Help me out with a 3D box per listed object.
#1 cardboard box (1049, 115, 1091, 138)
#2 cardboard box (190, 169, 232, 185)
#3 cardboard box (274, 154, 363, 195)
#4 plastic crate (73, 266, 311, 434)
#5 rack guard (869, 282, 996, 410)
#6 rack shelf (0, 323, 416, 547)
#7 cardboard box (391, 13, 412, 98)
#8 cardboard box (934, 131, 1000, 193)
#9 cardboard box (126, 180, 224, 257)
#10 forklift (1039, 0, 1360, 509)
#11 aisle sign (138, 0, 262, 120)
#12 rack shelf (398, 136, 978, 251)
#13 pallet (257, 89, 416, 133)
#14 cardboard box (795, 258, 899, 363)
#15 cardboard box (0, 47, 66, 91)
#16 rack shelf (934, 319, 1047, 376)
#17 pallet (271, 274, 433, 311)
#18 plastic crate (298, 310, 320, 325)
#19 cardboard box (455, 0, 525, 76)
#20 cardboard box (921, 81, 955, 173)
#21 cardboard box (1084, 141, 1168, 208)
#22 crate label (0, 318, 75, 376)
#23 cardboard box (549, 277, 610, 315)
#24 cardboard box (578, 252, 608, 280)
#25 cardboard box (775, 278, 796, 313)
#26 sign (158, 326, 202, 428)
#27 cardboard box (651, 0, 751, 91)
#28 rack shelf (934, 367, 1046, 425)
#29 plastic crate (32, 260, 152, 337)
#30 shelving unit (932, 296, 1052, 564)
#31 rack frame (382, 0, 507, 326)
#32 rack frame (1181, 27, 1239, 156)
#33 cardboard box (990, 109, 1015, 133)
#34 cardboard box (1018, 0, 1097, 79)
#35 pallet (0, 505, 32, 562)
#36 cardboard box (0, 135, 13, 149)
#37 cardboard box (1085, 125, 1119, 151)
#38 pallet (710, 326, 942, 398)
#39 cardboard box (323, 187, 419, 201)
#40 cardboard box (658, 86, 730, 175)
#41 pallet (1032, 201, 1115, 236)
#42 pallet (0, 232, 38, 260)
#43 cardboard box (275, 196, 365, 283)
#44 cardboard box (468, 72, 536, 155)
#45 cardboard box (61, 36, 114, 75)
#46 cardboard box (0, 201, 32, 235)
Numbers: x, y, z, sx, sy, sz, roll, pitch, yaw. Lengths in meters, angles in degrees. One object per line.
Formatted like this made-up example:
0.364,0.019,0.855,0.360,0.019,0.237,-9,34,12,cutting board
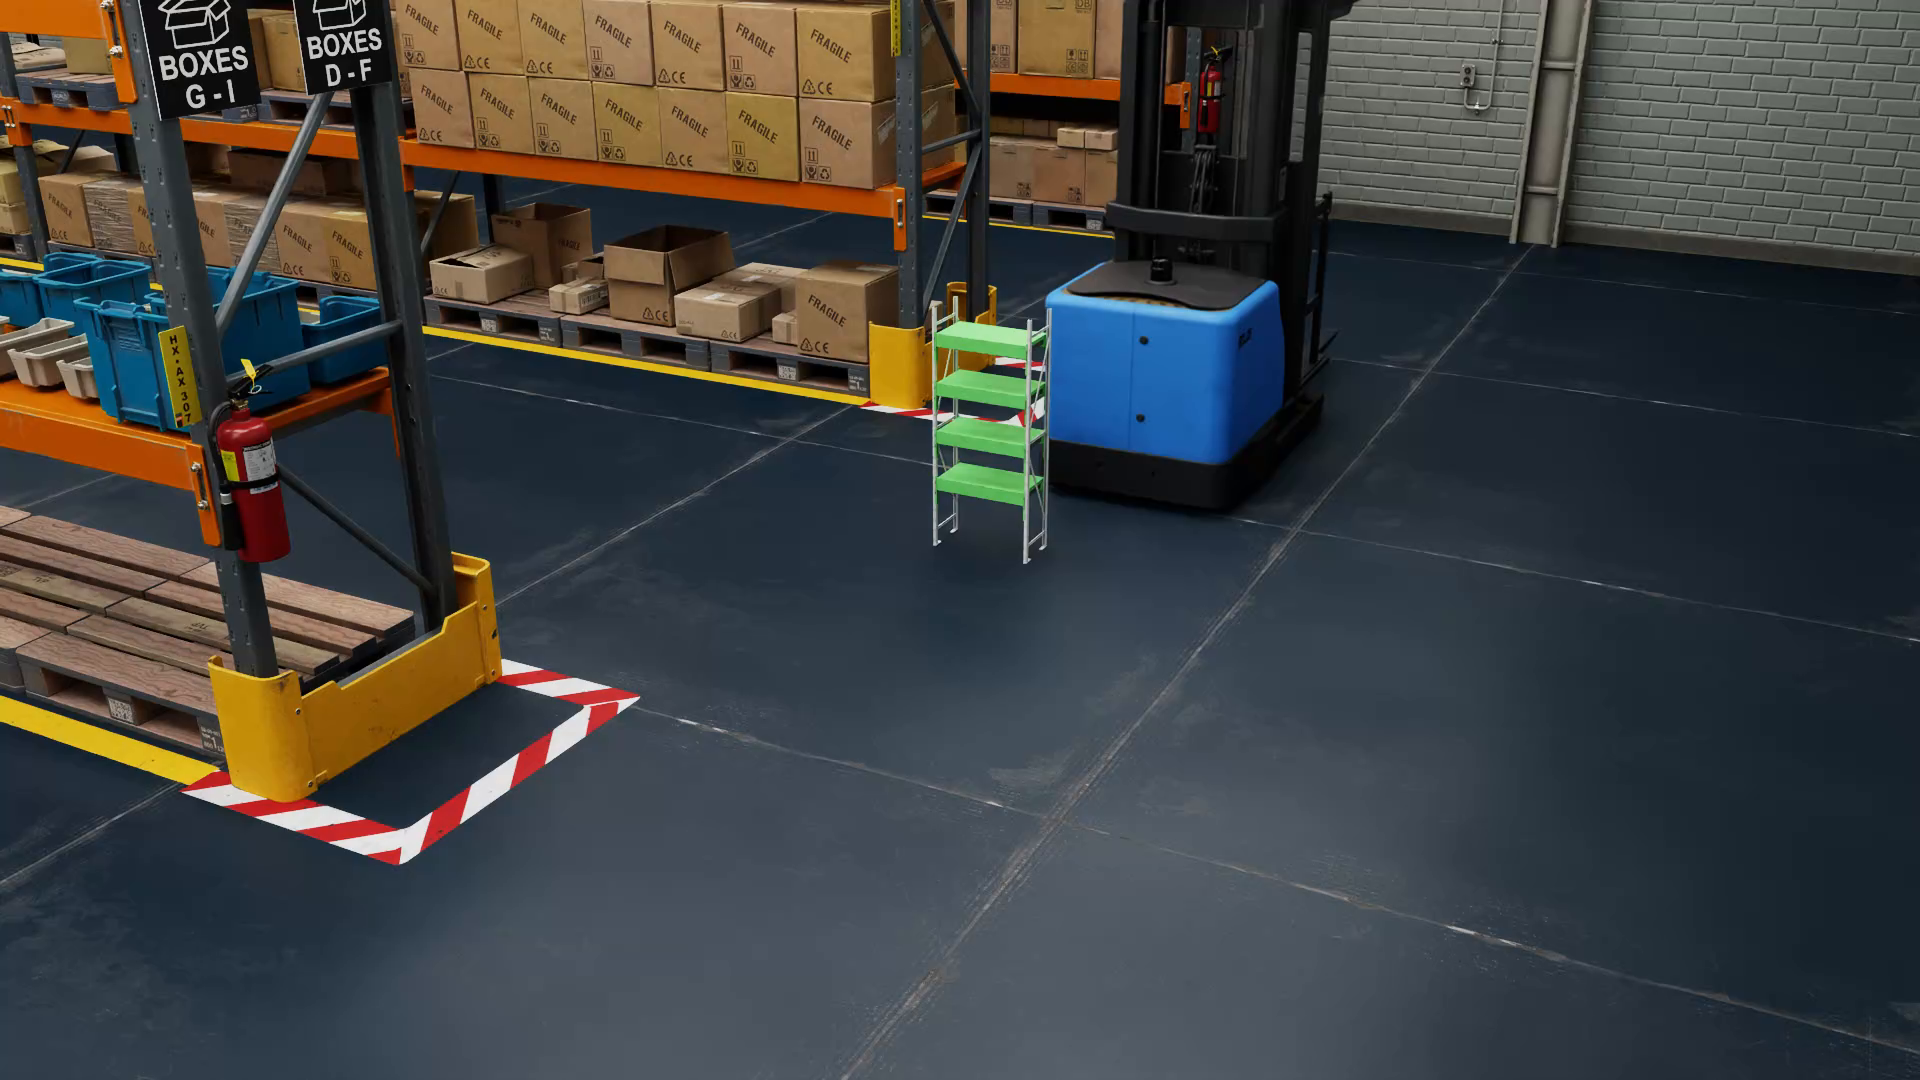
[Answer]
0.999,-3.726,15.007,0.250,0.149,0.380,11,26,25,cardboard box
-5.827,-2.674,13.337,0.500,0.500,0.500,10,25,23,cardboard box
-4.873,-2.835,12.756,0.500,0.250,0.500,11,26,25,cardboard box
-2.711,-0.692,5.923,0.499,0.435,0.616,11,25,25,plastic crate
-0.157,-1.247,10.543,0.348,0.500,1.175,11,25,25,rack guard
-4.113,-0.677,6.928,4.000,0.370,1.077,11,25,25,rack shelf
-3.981,-3.491,11.962,0.500,0.500,0.700,3,23,7,cardboard box
0.097,-3.515,15.339,0.500,0.500,0.700,12,26,26,cardboard box
-6.037,-2.488,12.899,0.500,0.500,0.500,11,25,24,cardboard box
1.518,-2.050,9.324,1.130,2.935,3.031,11,25,24,forklift
-2.396,-1.736,5.177,0.004,0.787,0.394,11,25,25,aisle sign
-1.874,-2.406,10.994,4.000,0.370,1.077,11,25,25,rack shelf
-4.323,-3.181,12.143,1.213,0.211,1.003,11,25,25,pallet
-0.686,-1.446,10.449,0.500,0.500,0.500,11,25,25,cardboard box
-7.534,-3.835,13.549,0.500,0.311,0.500,13,26,28,cardboard box
0.148,-0.906,7.784,0.480,0.148,0.258,11,25,25,rack shelf
-4.402,-1.937,12.536,1.213,0.211,1.003,11,25,25,pallet
-2.649,-0.805,6.570,0.298,0.136,0.250,11,25,25,plastic crate
-2.905,-3.324,10.828,0.500,0.500,0.500,10,25,23,cardboard box
-0.367,-2.600,10.404,0.500,0.500,0.500,12,26,26,cardboard box
1.472,-3.246,14.708,0.500,0.500,0.700,11,25,25,cardboard box
-3.649,-0.738,6.414,0.243,0.136,0.396,11,25,25,crate label
-2.606,-1.690,11.449,0.250,0.166,0.380,11,25,25,cardboard box
-2.354,-1.921,11.809,0.500,0.311,0.500,11,25,25,cardboard box
-0.893,-1.604,11.141,0.500,0.250,0.500,11,25,25,cardboard box
-2.562,-0.535,5.466,0.005,0.325,0.100,11,25,25,sign
-1.527,-3.051,10.187,0.500,0.500,0.500,12,26,26,cardboard box
0.148,-0.685,7.878,0.480,0.148,0.258,11,25,25,rack shelf
-3.575,-0.996,6.897,0.300,0.233,0.416,11,25,25,plastic crate
0.148,-0.523,7.946,0.503,1.200,0.258,11,25,25,shelving unit
-3.659,-3.090,11.684,0.127,3.000,1.000,11,25,25,rack frame
2.142,-4.115,14.092,0.127,3.000,1.000,11,25,25,rack frame
0.316,-3.861,15.324,0.250,0.149,0.380,11,25,24,cardboard box
1.028,-4.464,14.530,0.700,0.700,0.980,11,25,24,cardboard box
-5.224,0.039,7.889,1.213,0.211,1.003,11,25,25,pallet
-8.491,-3.358,14.574,0.500,0.311,0.500,10,25,23,cardboard box
1.276,-3.504,14.485,0.250,0.149,0.380,11,25,24,cardboard box
-0.869,-1.254,10.930,1.213,0.211,1.003,11,25,25,pallet
-4.462,-2.403,12.700,0.500,0.500,0.500,12,26,25,cardboard box
-1.519,-2.594,10.390,0.500,0.500,0.500,11,26,25,cardboard box
1.393,-2.945,14.906,1.213,0.211,1.003,11,25,25,pallet
-7.946,-2.672,14.264,1.213,0.211,1.003,11,25,25,pallet
-4.666,-2.220,12.268,0.500,0.500,0.500,11,26,25,cardboard box
-2.869,-2.862,11.019,0.500,0.500,0.500,12,26,25,cardboard box
-6.616,-3.964,13.074,0.500,0.500,0.700,3,23,7,cardboard box
-7.809,-2.732,13.818,0.500,0.250,0.500,12,26,26,cardboard box
